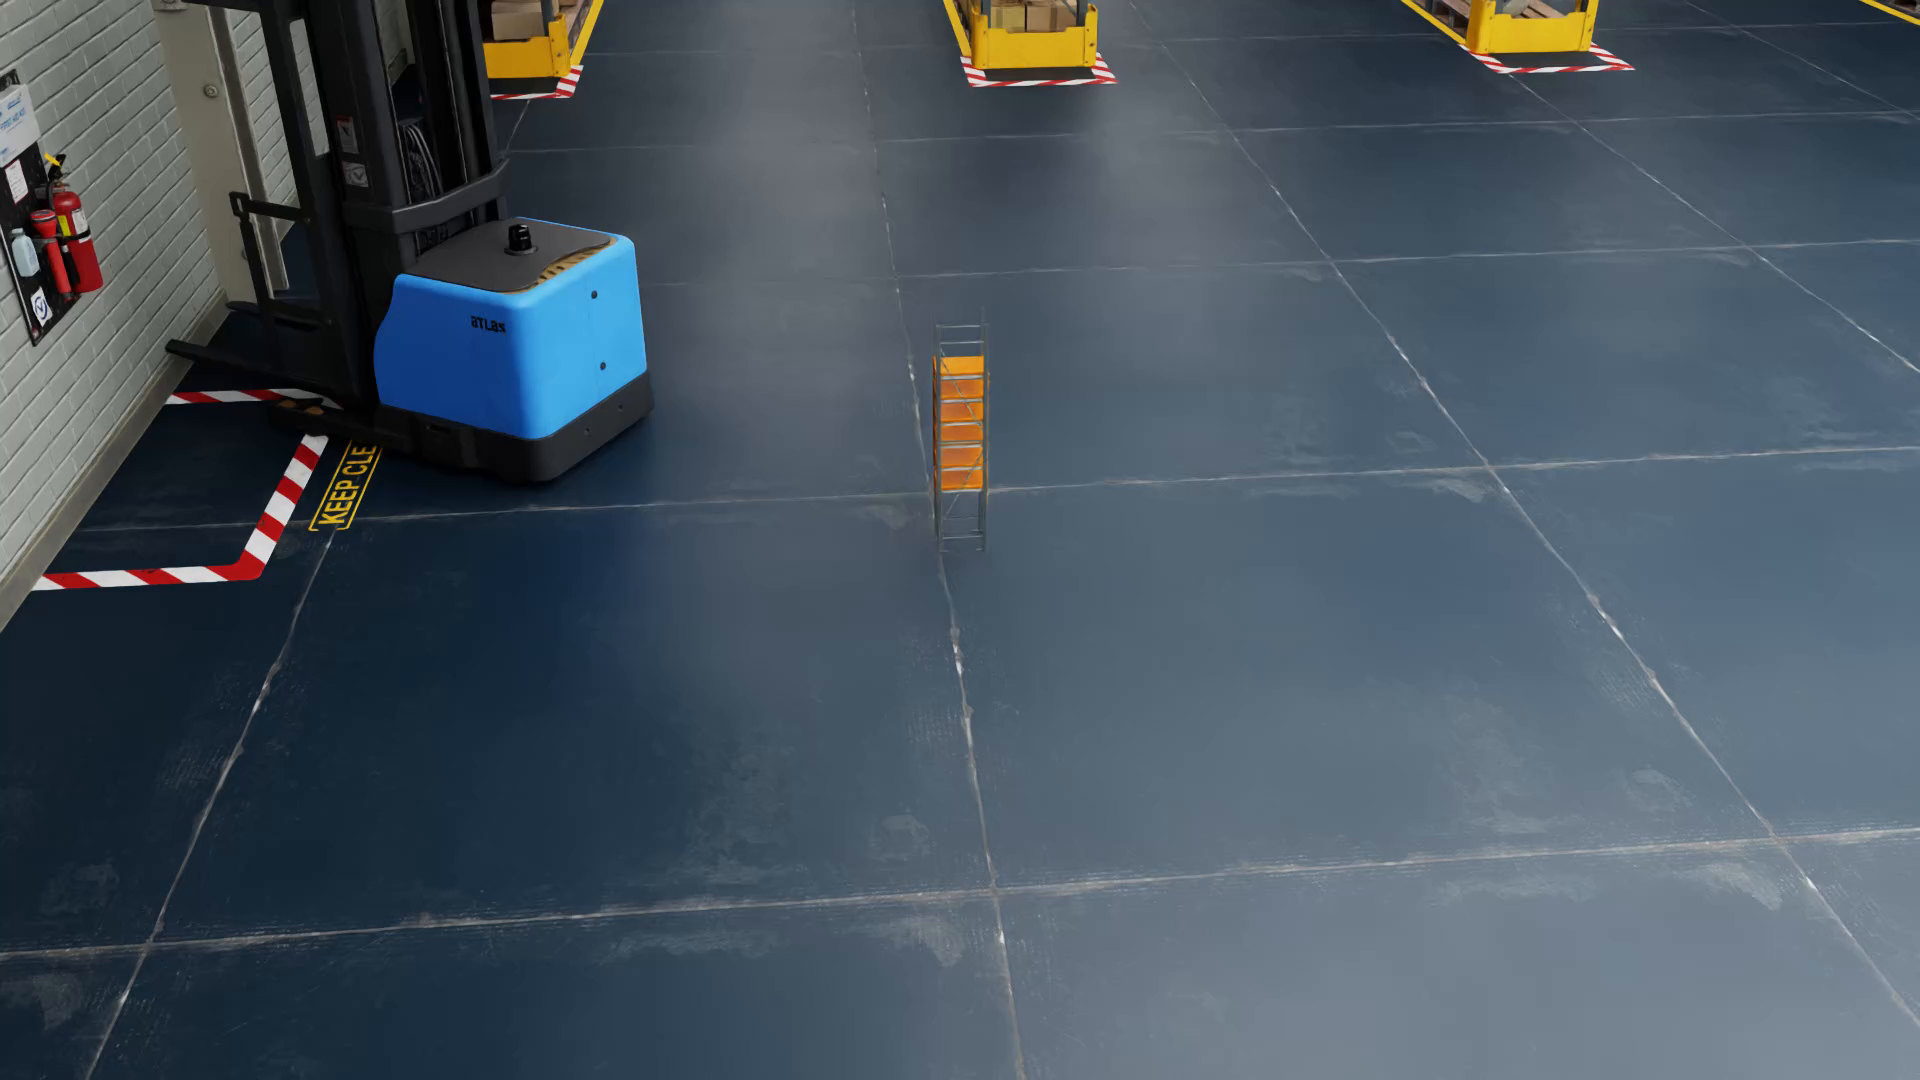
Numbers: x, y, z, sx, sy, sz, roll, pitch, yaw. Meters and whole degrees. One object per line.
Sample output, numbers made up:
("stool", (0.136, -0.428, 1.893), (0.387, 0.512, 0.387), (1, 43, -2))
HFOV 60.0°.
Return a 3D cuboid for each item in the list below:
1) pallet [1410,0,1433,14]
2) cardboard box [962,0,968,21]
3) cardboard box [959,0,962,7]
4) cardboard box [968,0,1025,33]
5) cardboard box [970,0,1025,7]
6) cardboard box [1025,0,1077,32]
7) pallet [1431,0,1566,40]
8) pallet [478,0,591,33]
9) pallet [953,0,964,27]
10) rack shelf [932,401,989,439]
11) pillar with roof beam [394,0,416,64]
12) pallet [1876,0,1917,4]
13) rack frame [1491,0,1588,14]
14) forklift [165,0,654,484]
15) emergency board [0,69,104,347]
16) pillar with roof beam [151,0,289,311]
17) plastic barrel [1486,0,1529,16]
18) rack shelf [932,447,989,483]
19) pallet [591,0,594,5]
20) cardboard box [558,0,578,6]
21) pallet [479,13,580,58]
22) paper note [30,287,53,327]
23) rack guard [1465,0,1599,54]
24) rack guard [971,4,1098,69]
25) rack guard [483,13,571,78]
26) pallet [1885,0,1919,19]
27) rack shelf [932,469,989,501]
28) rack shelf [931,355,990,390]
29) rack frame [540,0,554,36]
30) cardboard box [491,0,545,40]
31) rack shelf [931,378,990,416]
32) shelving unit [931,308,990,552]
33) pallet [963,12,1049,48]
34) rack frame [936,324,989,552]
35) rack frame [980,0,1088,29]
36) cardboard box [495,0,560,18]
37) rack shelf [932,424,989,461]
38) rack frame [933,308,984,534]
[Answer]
("pallet", (5.393, -5.966, 18.032), (1.003, 0.211, 1.213), (-3, 31, -5))
("cardboard box", (0.293, -5.369, 16.585), (0.500, 0.250, 0.500), (-3, 31, -5))
("cardboard box", (0.245, -5.624, 17.012), (0.500, 0.250, 0.500), (-3, 31, -5))
("cardboard box", (0.352, -5.114, 16.159), (0.500, 0.250, 0.500), (-3, 31, -5))
("cardboard box", (0.350, -5.436, 15.966), (0.500, 0.500, 0.500), (-3, 31, -5))
("cardboard box", (0.868, -5.139, 16.200), (0.500, 0.250, 0.500), (-3, 31, -5))
("pallet", (5.504, -5.344, 16.992), (1.003, 0.211, 1.213), (-3, 31, -5))
("pallet", (-4.394, -5.495, 17.244), (1.003, 0.211, 1.213), (-3, 31, -5))
("pallet", (0.472, -5.667, 17.532), (1.003, 0.211, 1.213), (-3, 31, -5))
("rack shelf", (0.001, -0.573, 7.891), (0.258, 0.103, 0.180), (-3, 31, -5))
("pillar with roof beam", (-0.876, -8.713, 14.062), (9.100, 9.000, 0.400), (-3, 31, -5))
("pallet", (10.401, -6.207, 18.436), (1.003, 0.211, 1.213), (-3, 31, -5))
("rack frame", (5.628, -6.090, 15.521), (1.000, 3.000, 0.127), (-3, 31, -5))
("forklift", (-3.280, -2.056, 8.834), (3.031, 2.935, 1.130), (14, 33, 22))
("emergency board", (-4.408, -1.605, 8.011), (0.194, 1.169, 0.643), (-3, 31, -5))
("pillar with roof beam", (-0.315, -5.650, 8.933), (9.100, 9.000, 0.400), (-3, 31, -5))
("plastic barrel", (5.491, -5.535, 16.607), (0.421, 0.512, 0.421), (0, 31, 0))
("rack shelf", (0.001, -0.367, 8.014), (0.258, 0.103, 0.180), (-3, 31, -5))
("pallet", (-4.511, -6.119, 18.289), (1.003, 0.211, 1.213), (-3, 31, -5))
("cardboard box", (-4.282, -5.757, 16.971), (0.700, 0.500, 0.500), (-5, 31, -8))
("pallet", (-4.283, -4.874, 16.203), (1.003, 0.211, 1.213), (-3, 31, -5))
("paper note", (-4.461, -1.133, 8.080), (0.016, 0.148, 0.142), (-3, 31, -5))
("rack guard", (5.574, -5.053, 16.223), (1.175, 0.500, 0.348), (-3, 31, -5))
("rack guard", (0.699, -4.769, 15.747), (1.175, 0.500, 0.348), (-3, 31, -5))
("rack guard", (-4.242, -4.581, 15.432), (1.175, 0.500, 0.348), (-3, 31, -5))
("pallet", (10.512, -5.585, 17.395), (1.003, 0.211, 1.213), (-3, 31, -5))
("rack shelf", (0.001, -0.264, 8.076), (0.258, 0.103, 0.180), (-3, 31, -5))
("rack shelf", (0.001, -0.779, 7.768), (0.258, 0.103, 0.180), (-3, 31, -5))
("rack frame", (-4.235, -5.615, 14.726), (1.000, 3.000, 0.127), (-3, 31, -5))
("cardboard box", (-4.210, -5.007, 15.901), (0.500, 0.311, 0.500), (-6, 31, -10))
("rack shelf", (0.001, -0.676, 7.830), (0.258, 0.103, 0.180), (-3, 31, -5))
("shelving unit", (0.001, -0.508, 7.930), (0.258, 1.200, 0.189), (-3, 31, -5))
("pallet", (0.583, -5.046, 16.492), (1.003, 0.211, 1.213), (-3, 31, -5))
("rack frame", (0.010, -0.461, 7.852), (0.240, 1.200, 0.006), (-3, 31, -5))
("rack frame", (0.696, -5.855, 15.127), (1.000, 3.000, 0.127), (-3, 31, -5))
("cardboard box", (-4.264, -5.299, 16.389), (0.500, 0.311, 0.500), (0, 31, 0))
("rack shelf", (0.001, -0.470, 7.953), (0.258, 0.103, 0.180), (-3, 31, -5))
("rack frame", (-0.007, -0.554, 8.008), (0.240, 1.200, 0.006), (-3, 31, -5))
